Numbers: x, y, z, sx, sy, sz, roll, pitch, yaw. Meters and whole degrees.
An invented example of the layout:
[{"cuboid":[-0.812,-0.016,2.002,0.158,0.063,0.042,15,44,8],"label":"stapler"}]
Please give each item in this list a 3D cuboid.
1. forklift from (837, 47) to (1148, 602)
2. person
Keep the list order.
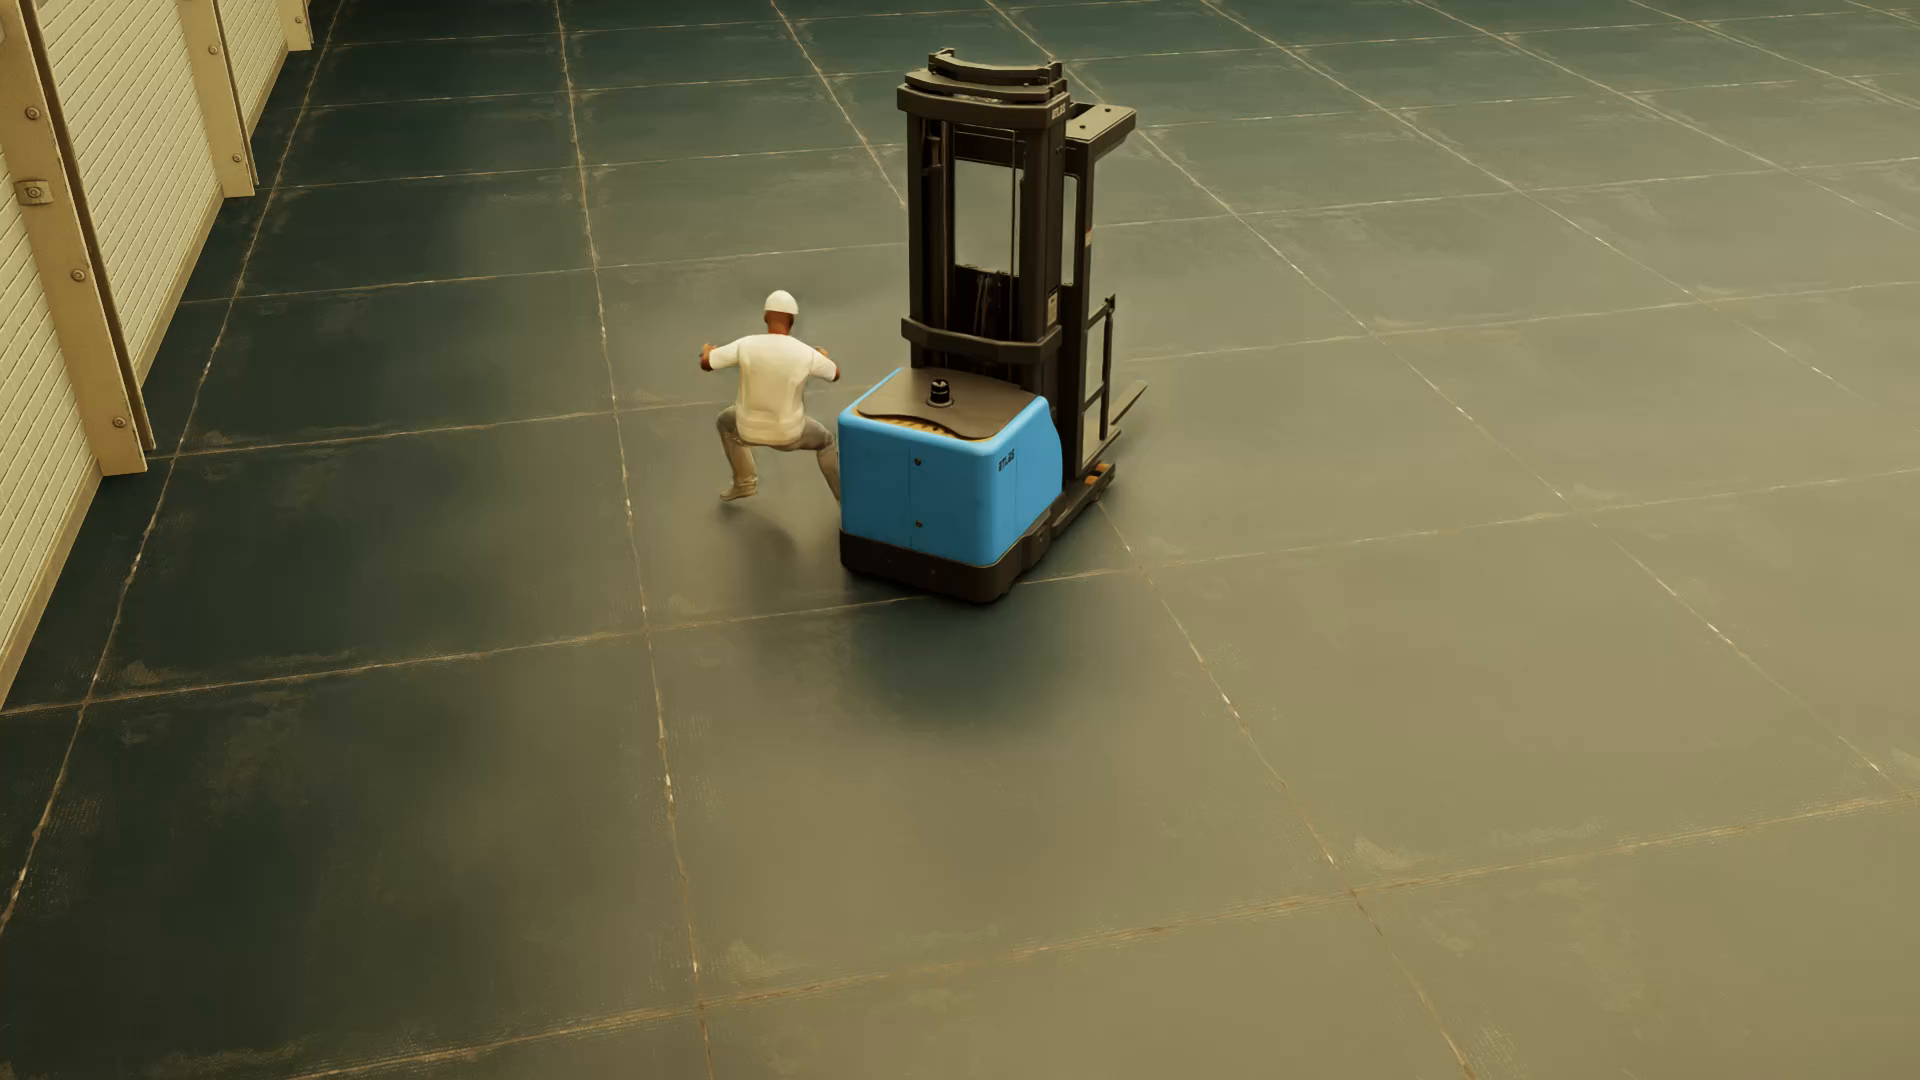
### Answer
[{"cuboid":[0.382,-1.618,10.370,1.130,2.935,3.031,14,33,23],"label":"forklift"},{"cuboid":[-1.163,-0.879,10.491,1.022,1.534,0.782,2,30,4],"label":"person"}]
